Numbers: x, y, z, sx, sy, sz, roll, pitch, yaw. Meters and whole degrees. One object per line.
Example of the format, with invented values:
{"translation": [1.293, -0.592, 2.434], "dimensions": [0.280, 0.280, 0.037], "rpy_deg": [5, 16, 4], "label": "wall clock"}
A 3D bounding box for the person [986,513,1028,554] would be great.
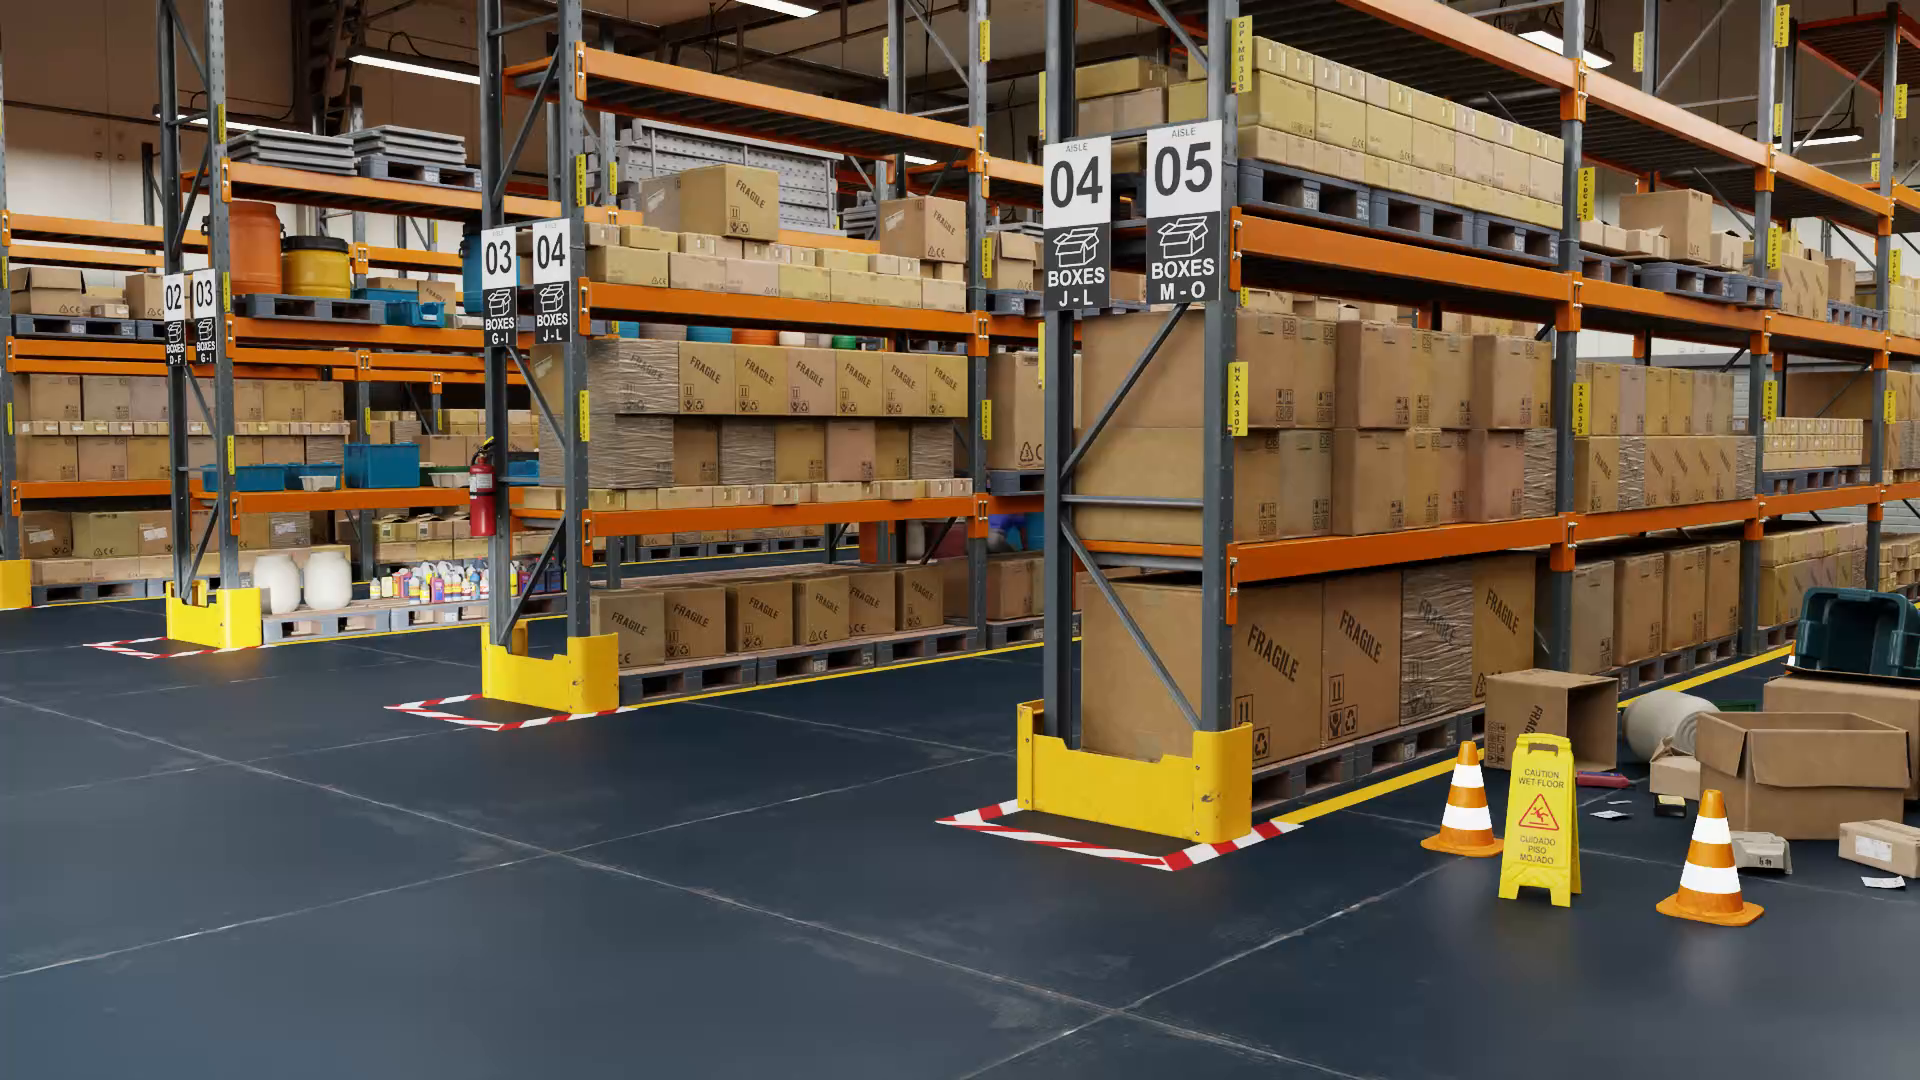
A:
{"translation": [0.443, 0.026, 17.923], "dimensions": [0.495, 1.188, 0.697], "rpy_deg": [3, 5, 41], "label": "person"}
